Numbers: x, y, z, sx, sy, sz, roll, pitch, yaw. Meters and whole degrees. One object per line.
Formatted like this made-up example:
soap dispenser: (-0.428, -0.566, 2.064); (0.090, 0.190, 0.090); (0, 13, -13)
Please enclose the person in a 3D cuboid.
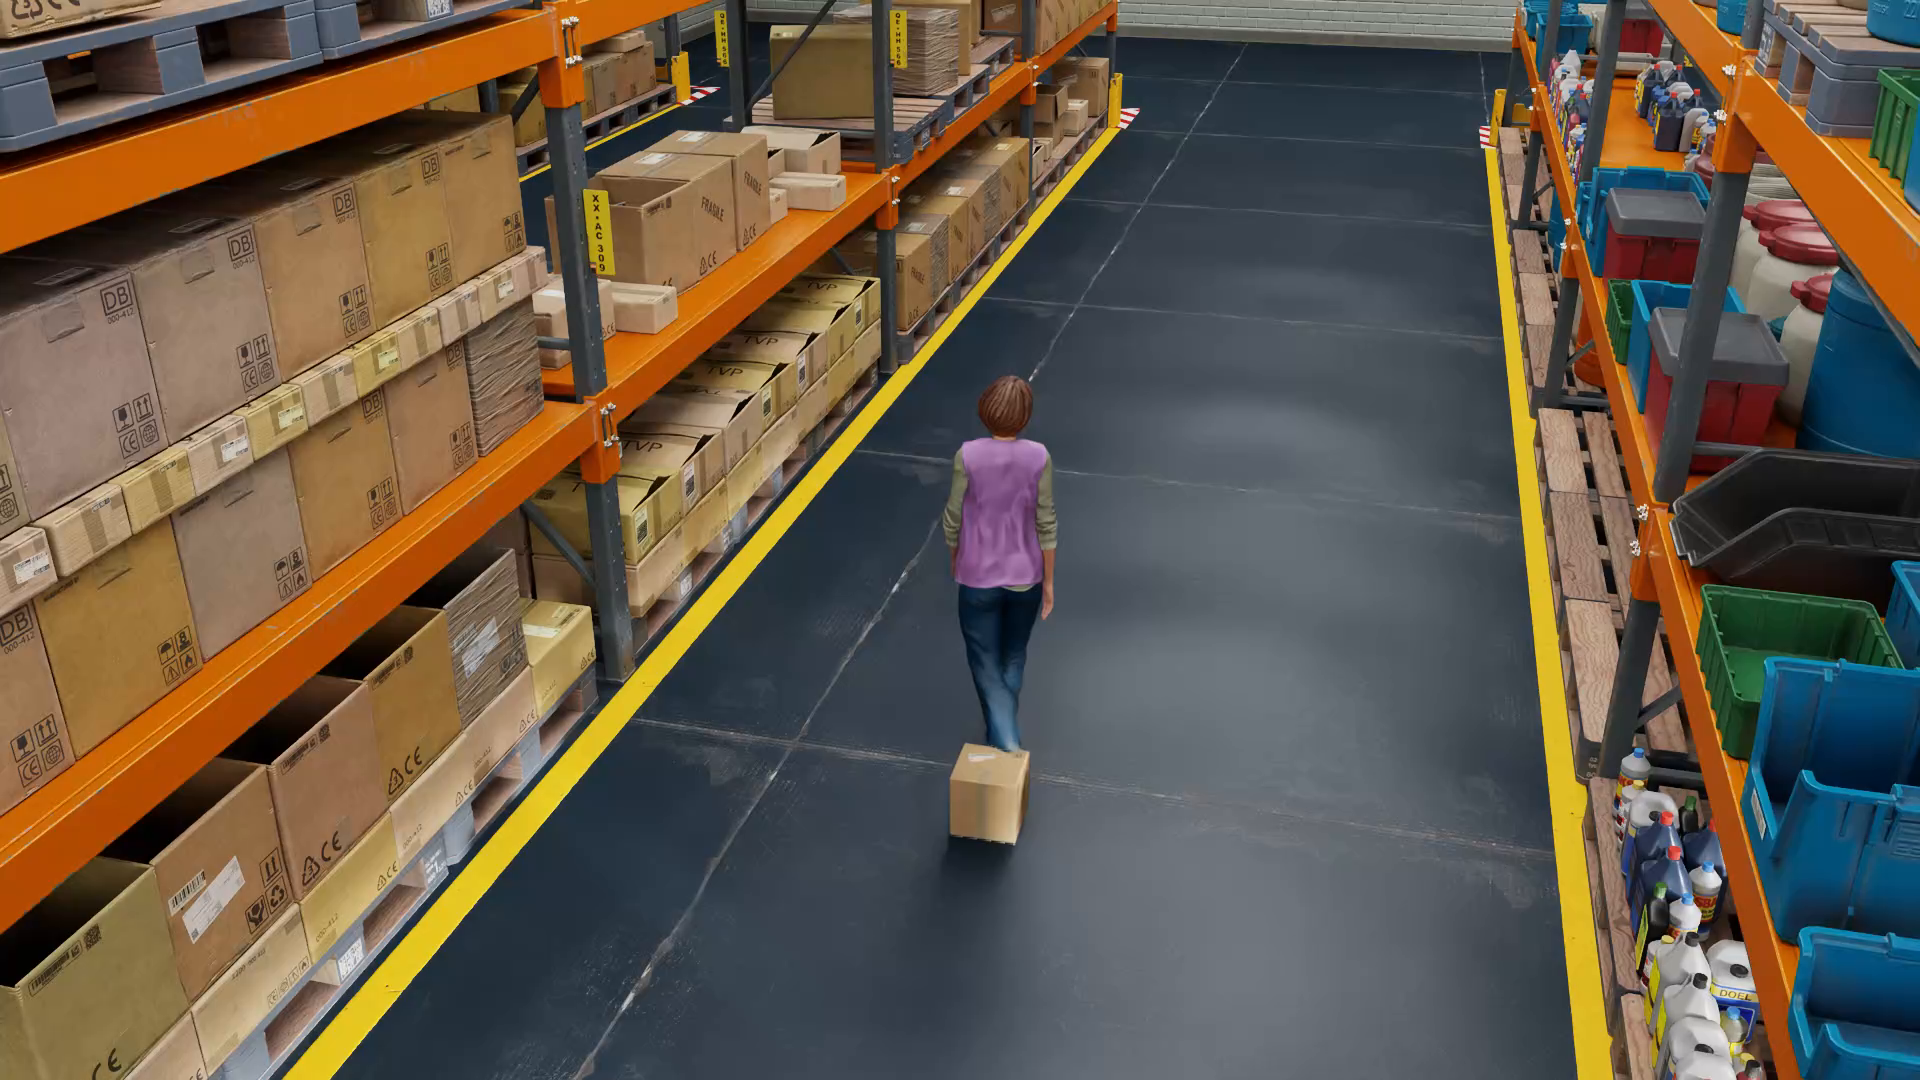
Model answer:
person: (0.156, 0.180, 6.255); (0.439, 1.575, 0.639); (-5, 26, -10)
